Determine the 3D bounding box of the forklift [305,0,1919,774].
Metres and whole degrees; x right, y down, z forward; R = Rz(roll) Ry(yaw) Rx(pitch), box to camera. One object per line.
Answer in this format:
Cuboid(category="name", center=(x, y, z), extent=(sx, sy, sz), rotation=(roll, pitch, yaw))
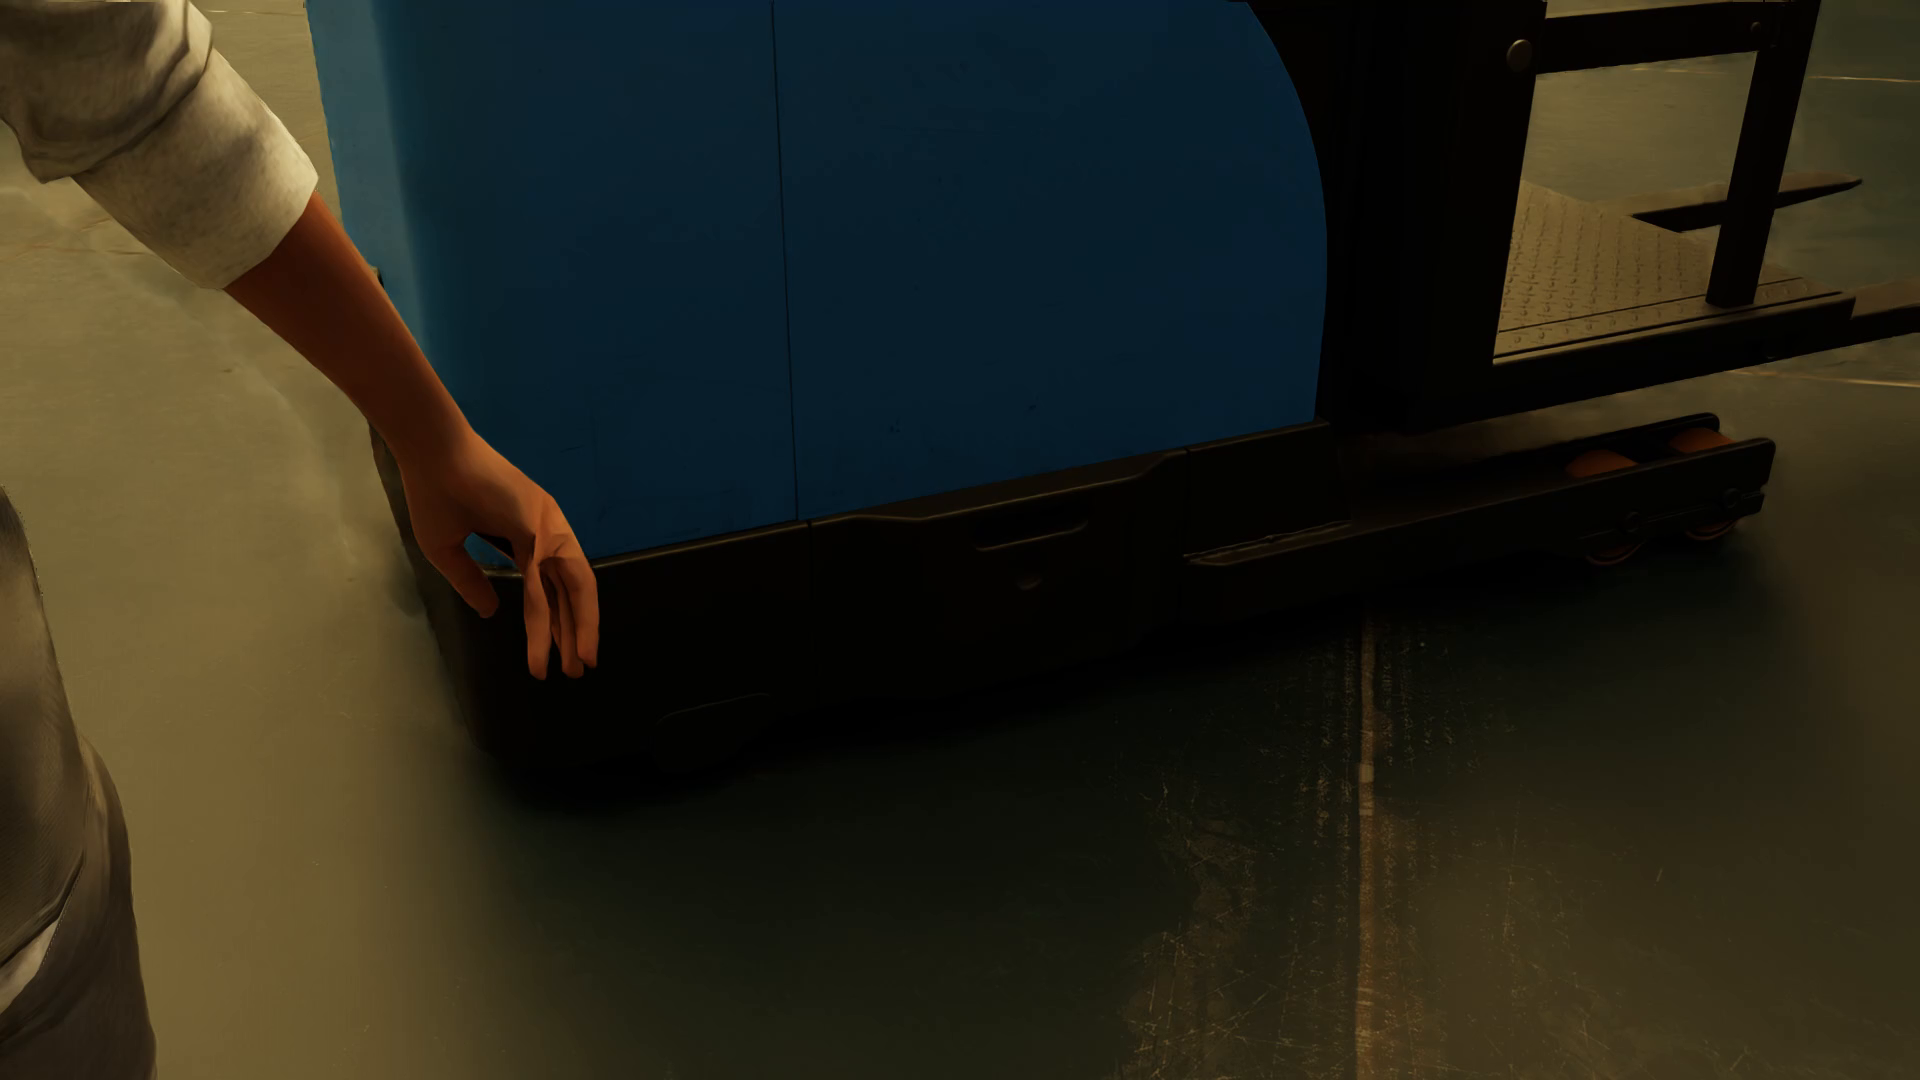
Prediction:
Cuboid(category="forklift", center=(0.647, -1.475, 2.169), extent=(3.031, 2.935, 1.130), rotation=(-12, 29, -22))
